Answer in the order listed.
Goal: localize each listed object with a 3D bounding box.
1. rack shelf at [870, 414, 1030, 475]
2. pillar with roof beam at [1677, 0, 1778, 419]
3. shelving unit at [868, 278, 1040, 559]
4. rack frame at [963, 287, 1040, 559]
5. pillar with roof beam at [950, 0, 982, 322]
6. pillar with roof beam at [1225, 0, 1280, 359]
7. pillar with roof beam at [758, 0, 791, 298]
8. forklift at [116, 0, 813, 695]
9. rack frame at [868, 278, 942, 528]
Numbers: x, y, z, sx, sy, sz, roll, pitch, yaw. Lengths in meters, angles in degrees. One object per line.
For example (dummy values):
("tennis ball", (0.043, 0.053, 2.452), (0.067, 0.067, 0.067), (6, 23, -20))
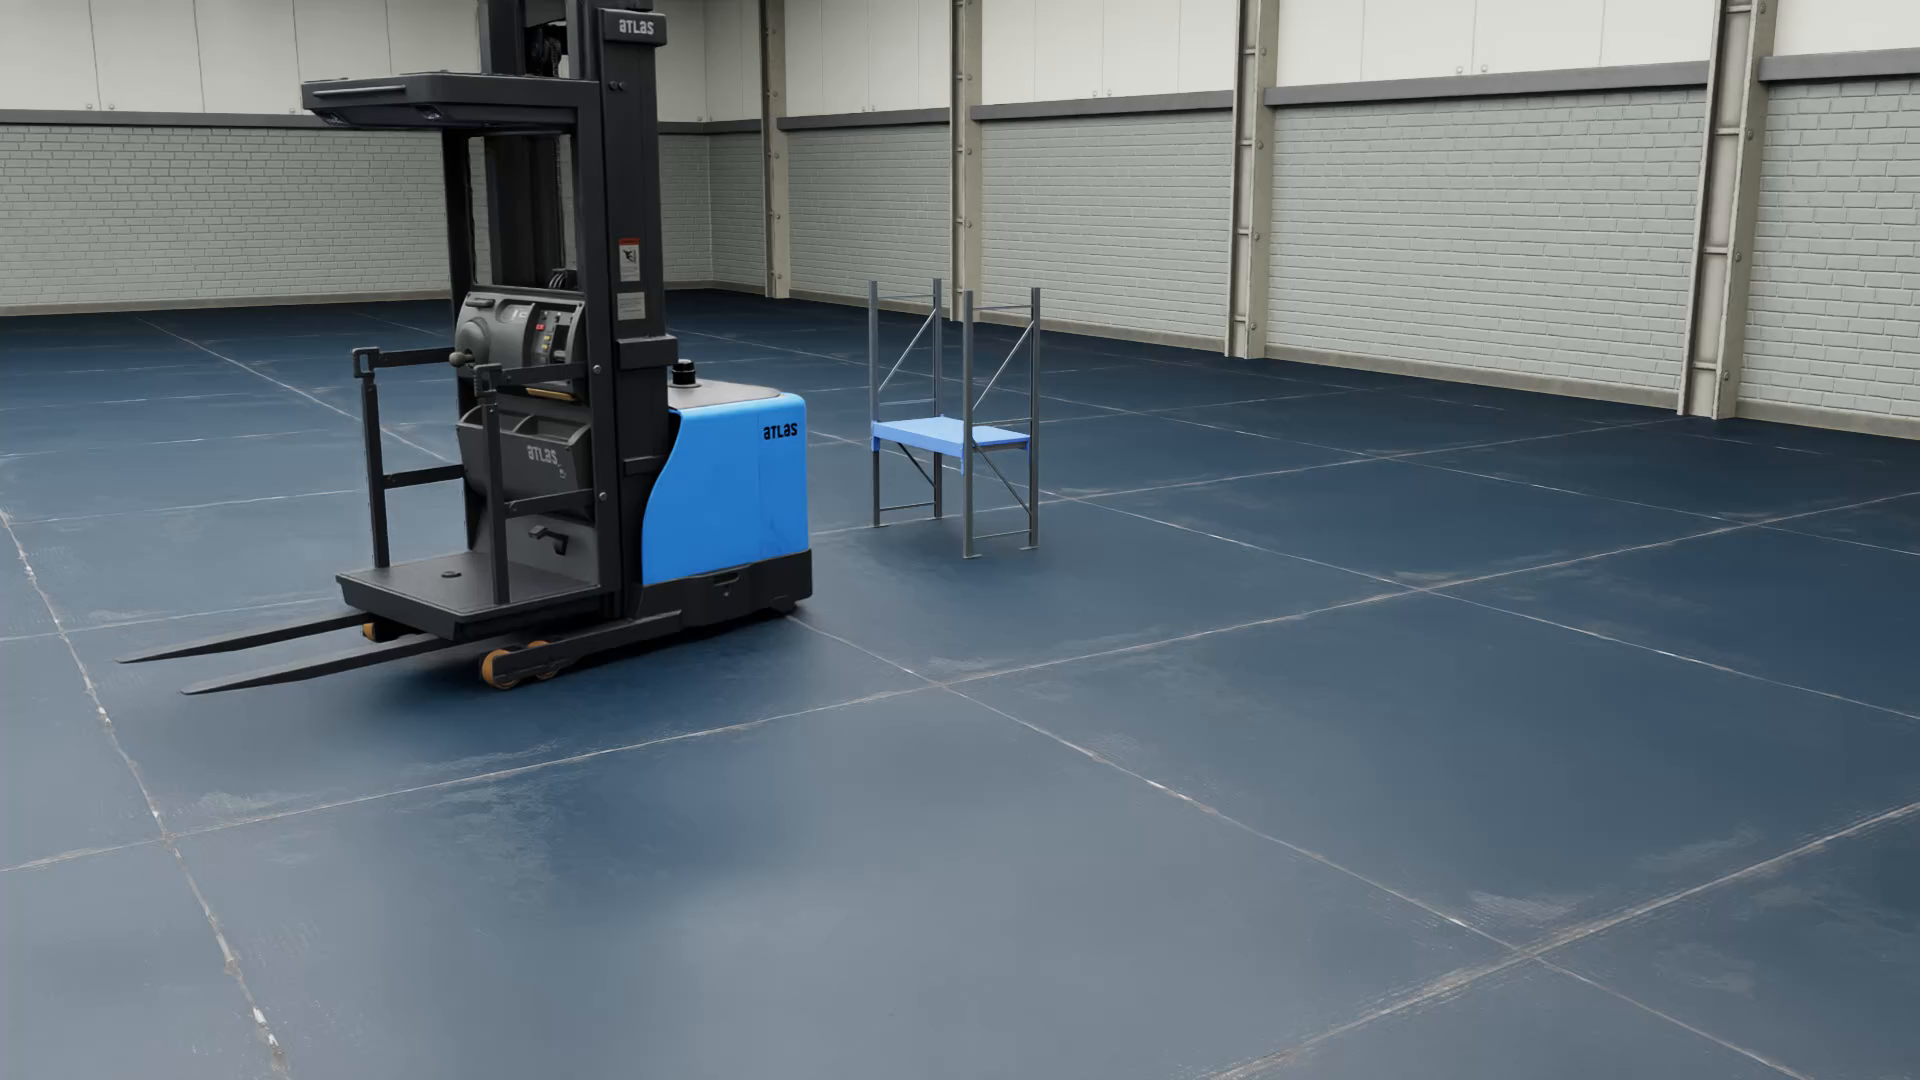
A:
("rack shelf", (-0.047, -0.572, 9.809), (0.538, 0.185, 1.000), (-8, 15, -33))
("pillar with roof beam", (3.149, -5.010, 11.705), (9.100, 9.000, 0.400), (-8, 15, -33))
("shelving unit", (-0.047, -0.748, 9.771), (0.538, 1.500, 1.048), (-8, 15, -33))
("rack frame", (0.234, -0.657, 9.357), (0.500, 1.500, 0.032), (-8, 15, -33))
("pillar with roof beam", (-3.500, -7.144, 21.465), (9.100, 9.000, 0.400), (-8, 15, -33))
("pillar with roof beam", (-0.175, -6.077, 16.585), (9.100, 9.000, 0.400), (-8, 15, -33))
("pillar with roof beam", (-6.824, -8.211, 26.344), (9.100, 9.000, 0.400), (-8, 15, -33))
("forklift", (-2.102, -0.927, 7.238), (1.130, 2.935, 3.031), (11, 17, 41))
("rack frame", (-0.329, -0.838, 10.184), (0.500, 1.500, 0.032), (-8, 15, -33))
